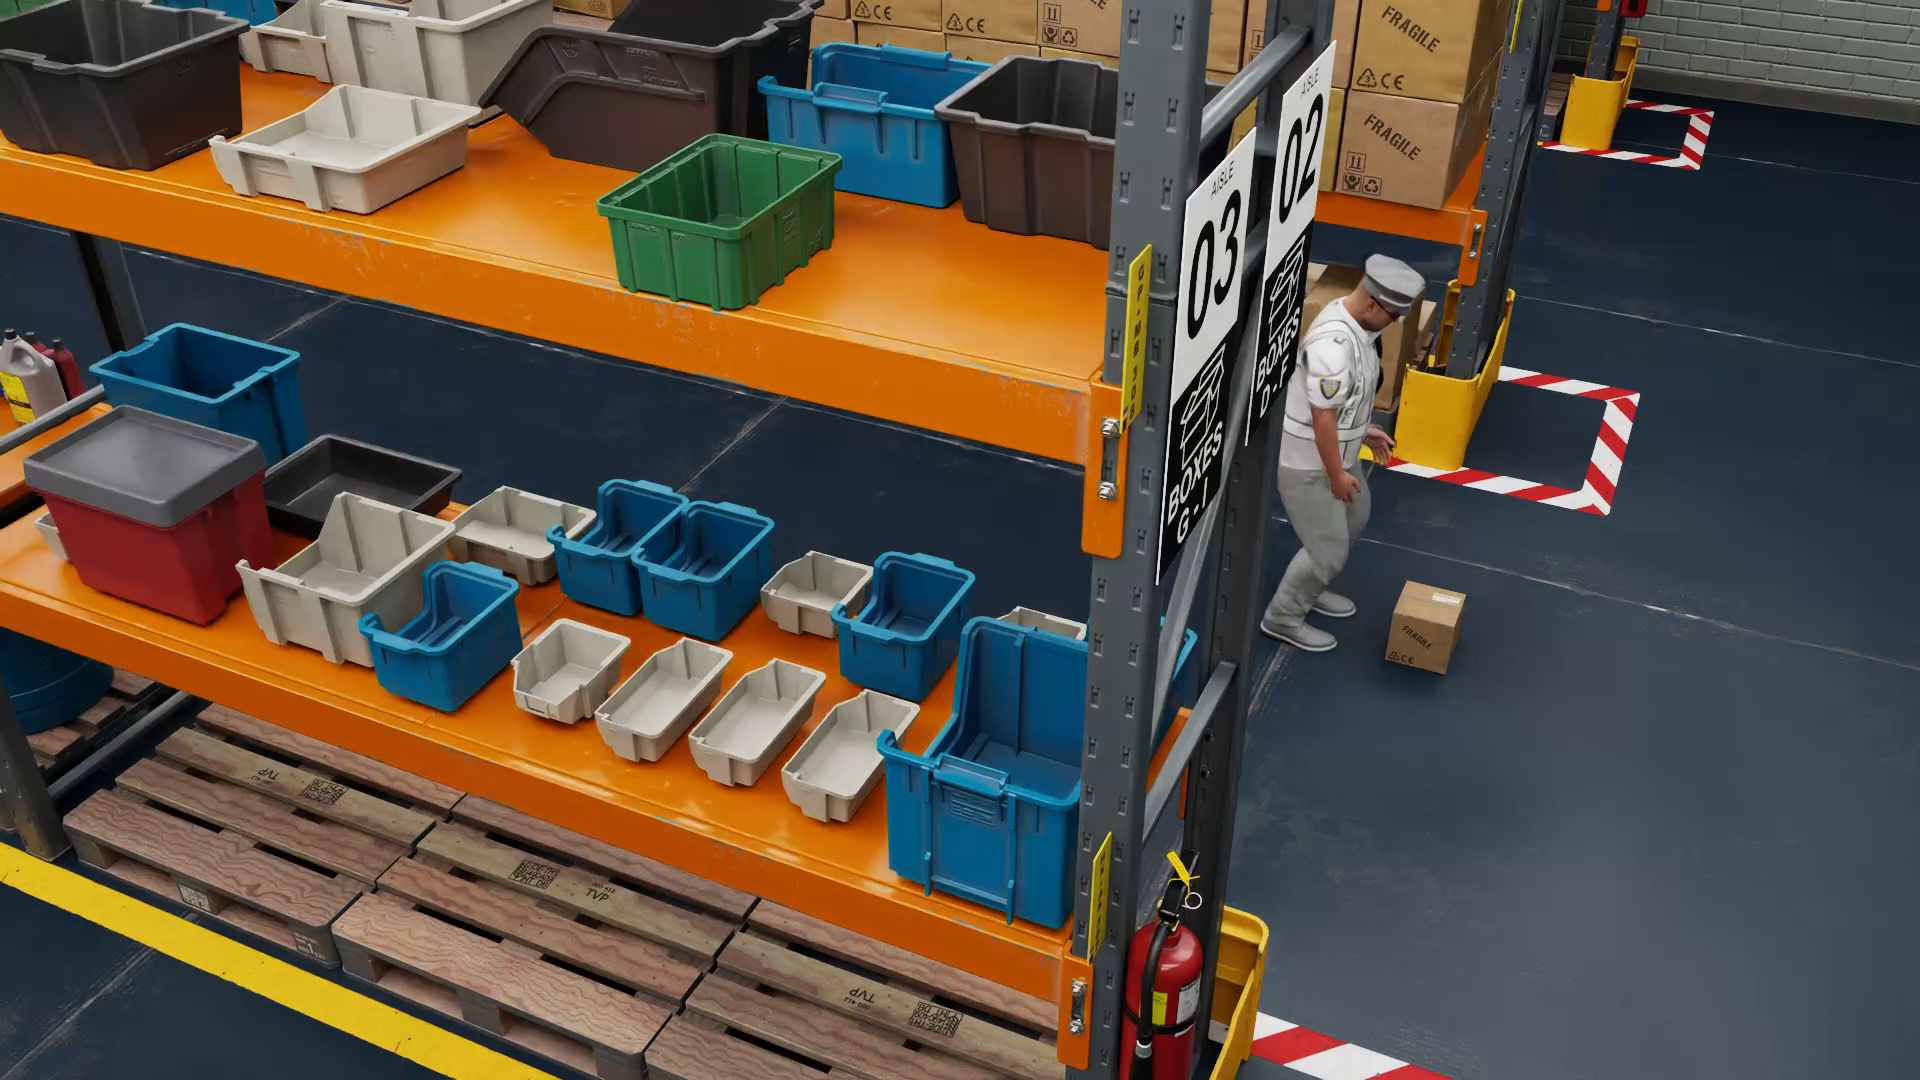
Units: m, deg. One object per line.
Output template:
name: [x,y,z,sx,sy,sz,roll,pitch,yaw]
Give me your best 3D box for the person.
person: [1.509,-0.361,6.748,0.517,1.690,0.561,15,36,22]
